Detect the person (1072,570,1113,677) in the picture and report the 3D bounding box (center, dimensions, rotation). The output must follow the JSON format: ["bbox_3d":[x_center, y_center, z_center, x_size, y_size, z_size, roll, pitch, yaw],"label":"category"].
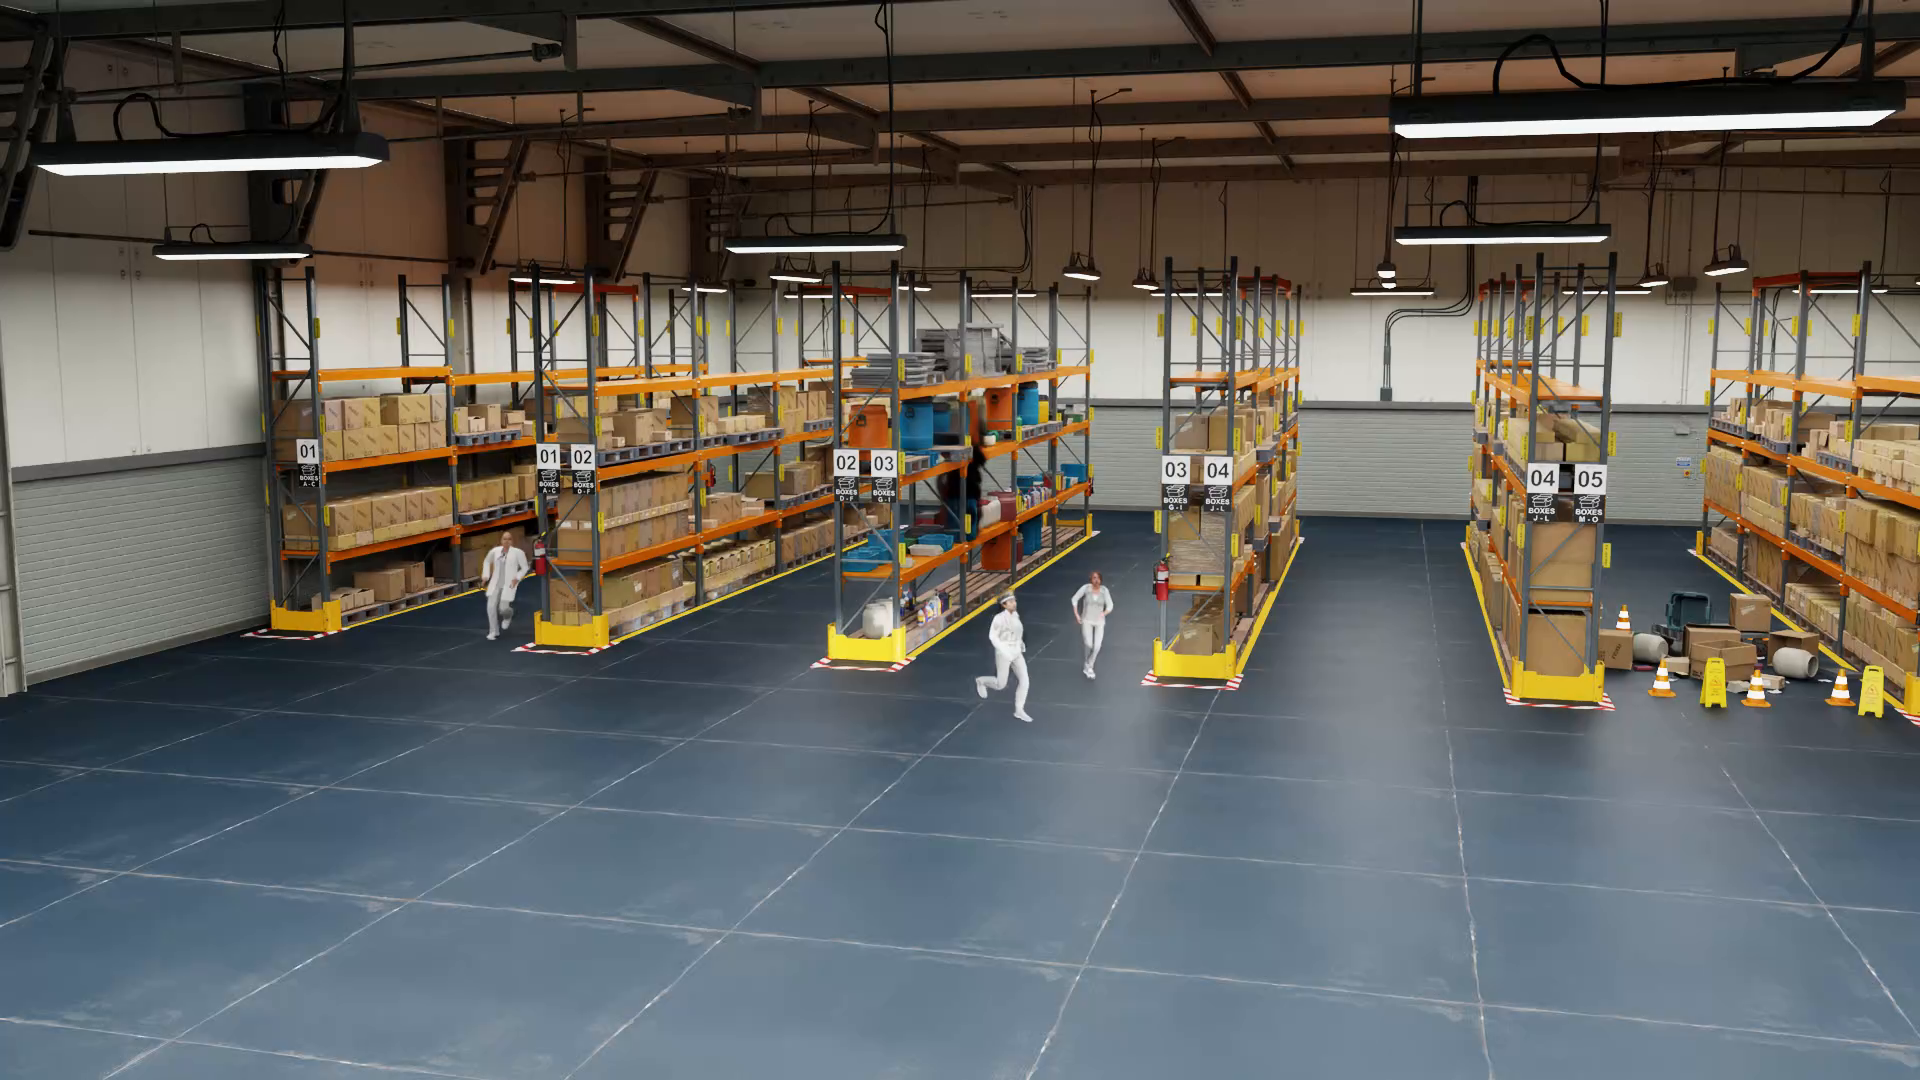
[{"bbox_3d":[1.908,1.207,23.842,0.584,1.559,0.501,0,7,-2],"label":"person"}]

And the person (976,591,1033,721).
[{"bbox_3d":[0.600,1.478,21.547,0.607,1.679,0.893,-7,10,-42],"label":"person"}]

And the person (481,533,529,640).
[{"bbox_3d":[-7.409,0.734,27.119,0.759,1.740,0.699,1,7,4],"label":"person"}]
